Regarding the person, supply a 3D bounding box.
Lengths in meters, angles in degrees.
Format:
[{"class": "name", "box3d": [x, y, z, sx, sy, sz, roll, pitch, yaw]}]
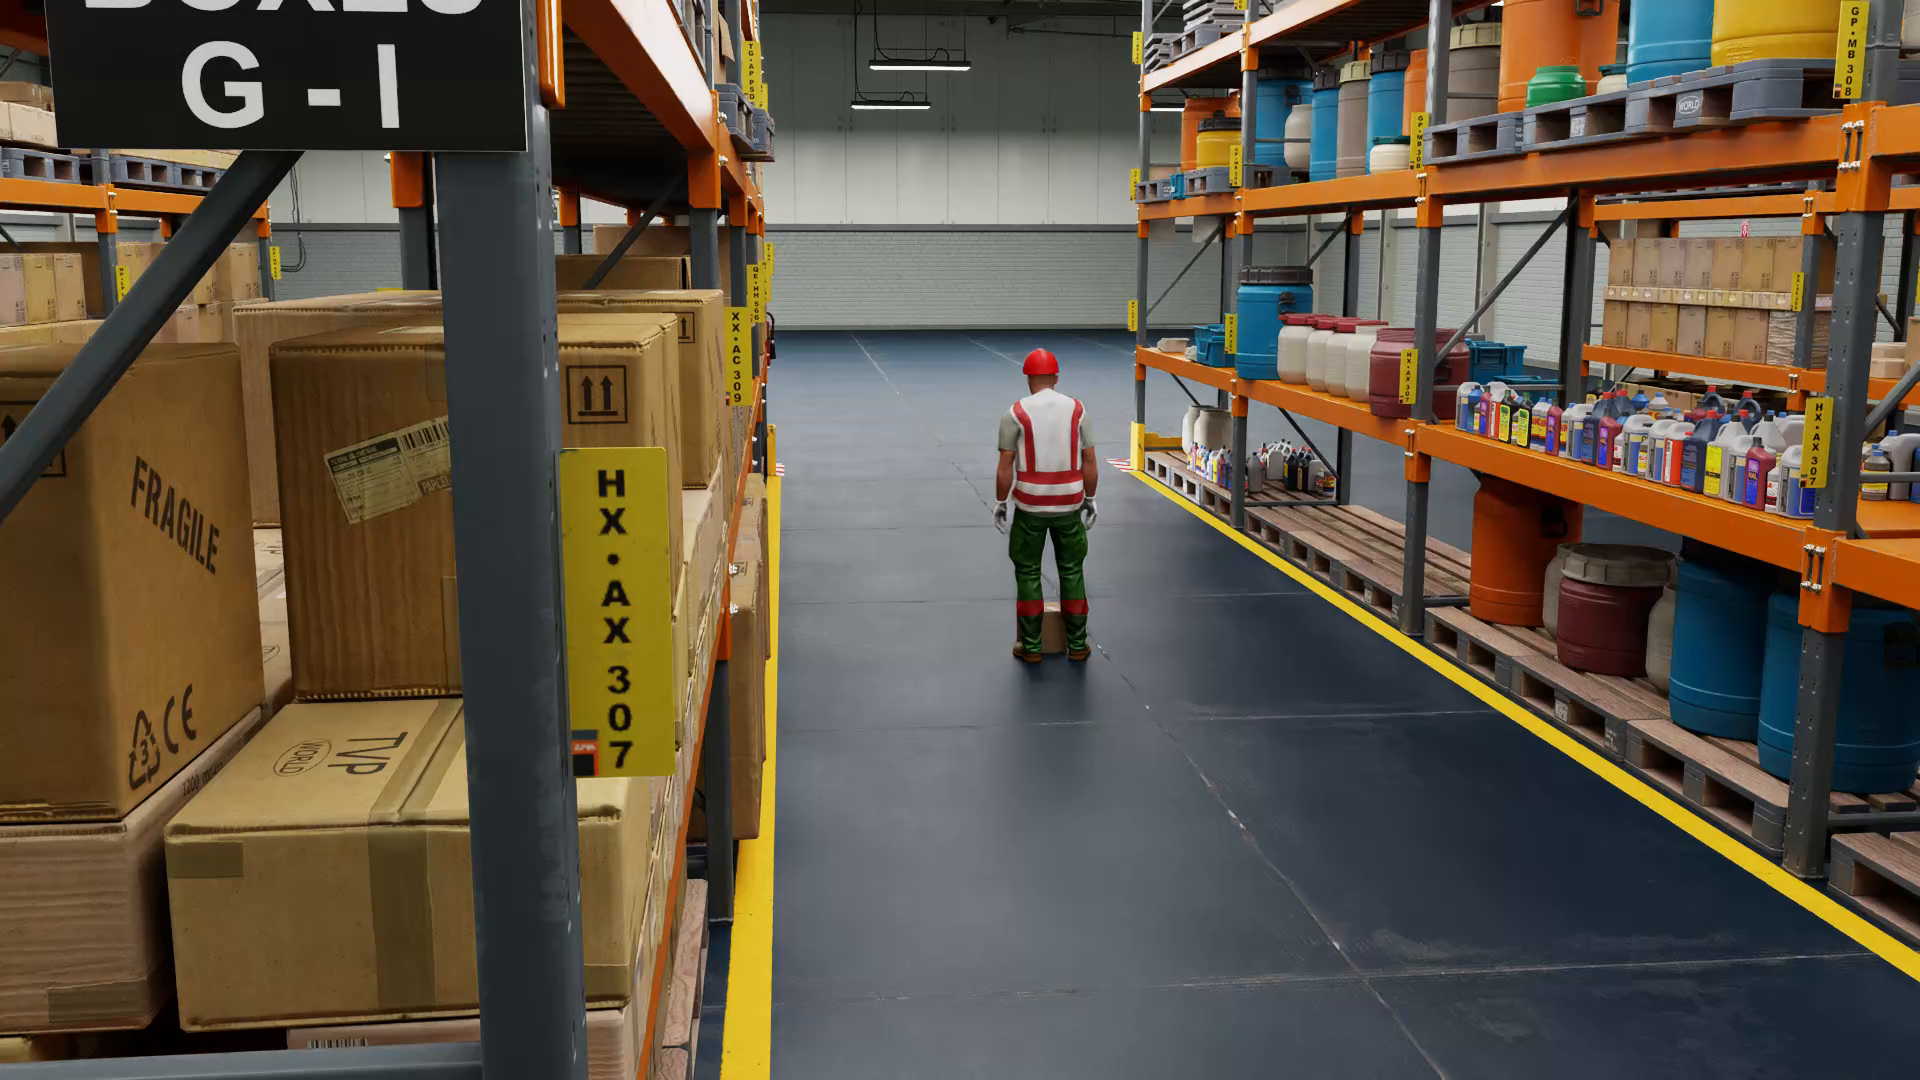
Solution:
[{"class": "person", "box3d": [0.488, -0.194, 9.466, 0.620, 1.780, 0.446, -2, 10, -9]}]
